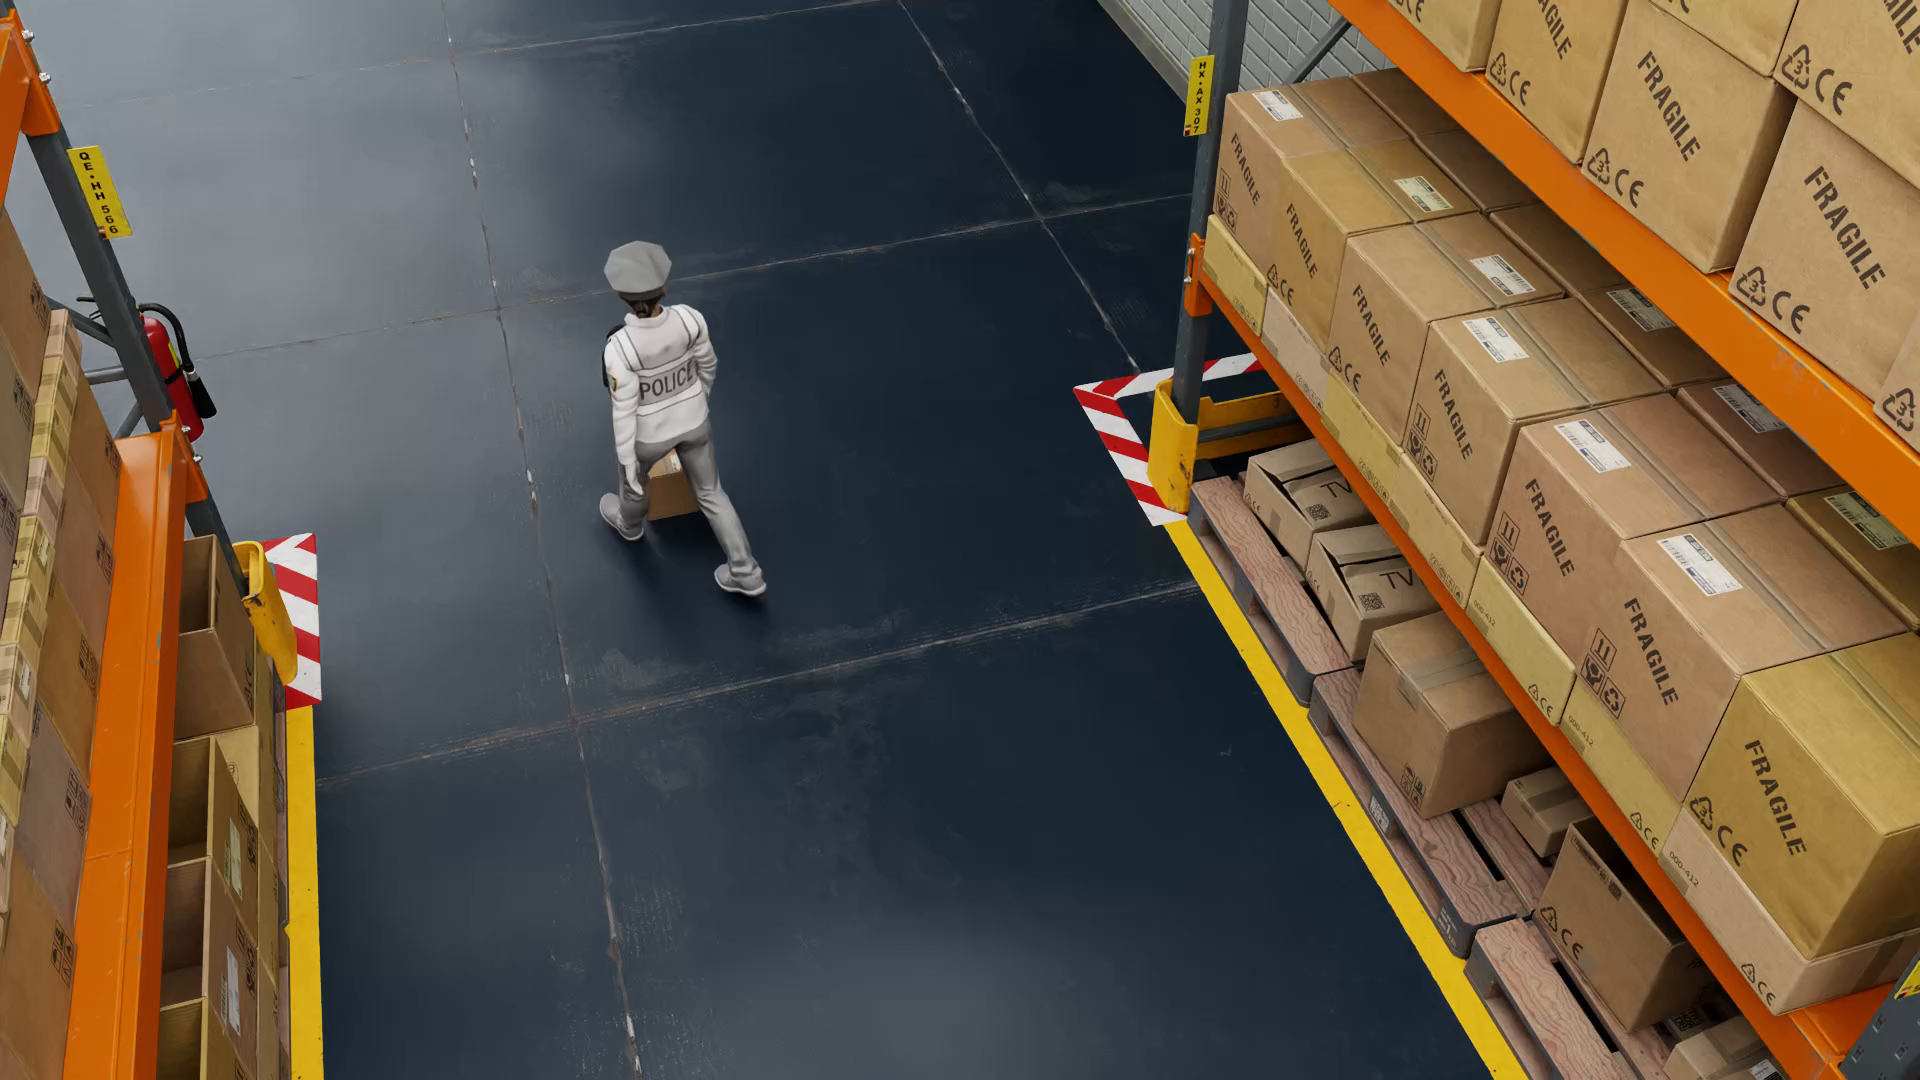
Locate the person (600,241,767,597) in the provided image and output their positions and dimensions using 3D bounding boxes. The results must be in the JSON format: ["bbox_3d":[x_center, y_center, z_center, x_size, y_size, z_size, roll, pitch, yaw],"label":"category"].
[{"bbox_3d":[-1.221,-0.514,6.739,0.512,1.619,0.988,-25,48,-24],"label":"person"}]
